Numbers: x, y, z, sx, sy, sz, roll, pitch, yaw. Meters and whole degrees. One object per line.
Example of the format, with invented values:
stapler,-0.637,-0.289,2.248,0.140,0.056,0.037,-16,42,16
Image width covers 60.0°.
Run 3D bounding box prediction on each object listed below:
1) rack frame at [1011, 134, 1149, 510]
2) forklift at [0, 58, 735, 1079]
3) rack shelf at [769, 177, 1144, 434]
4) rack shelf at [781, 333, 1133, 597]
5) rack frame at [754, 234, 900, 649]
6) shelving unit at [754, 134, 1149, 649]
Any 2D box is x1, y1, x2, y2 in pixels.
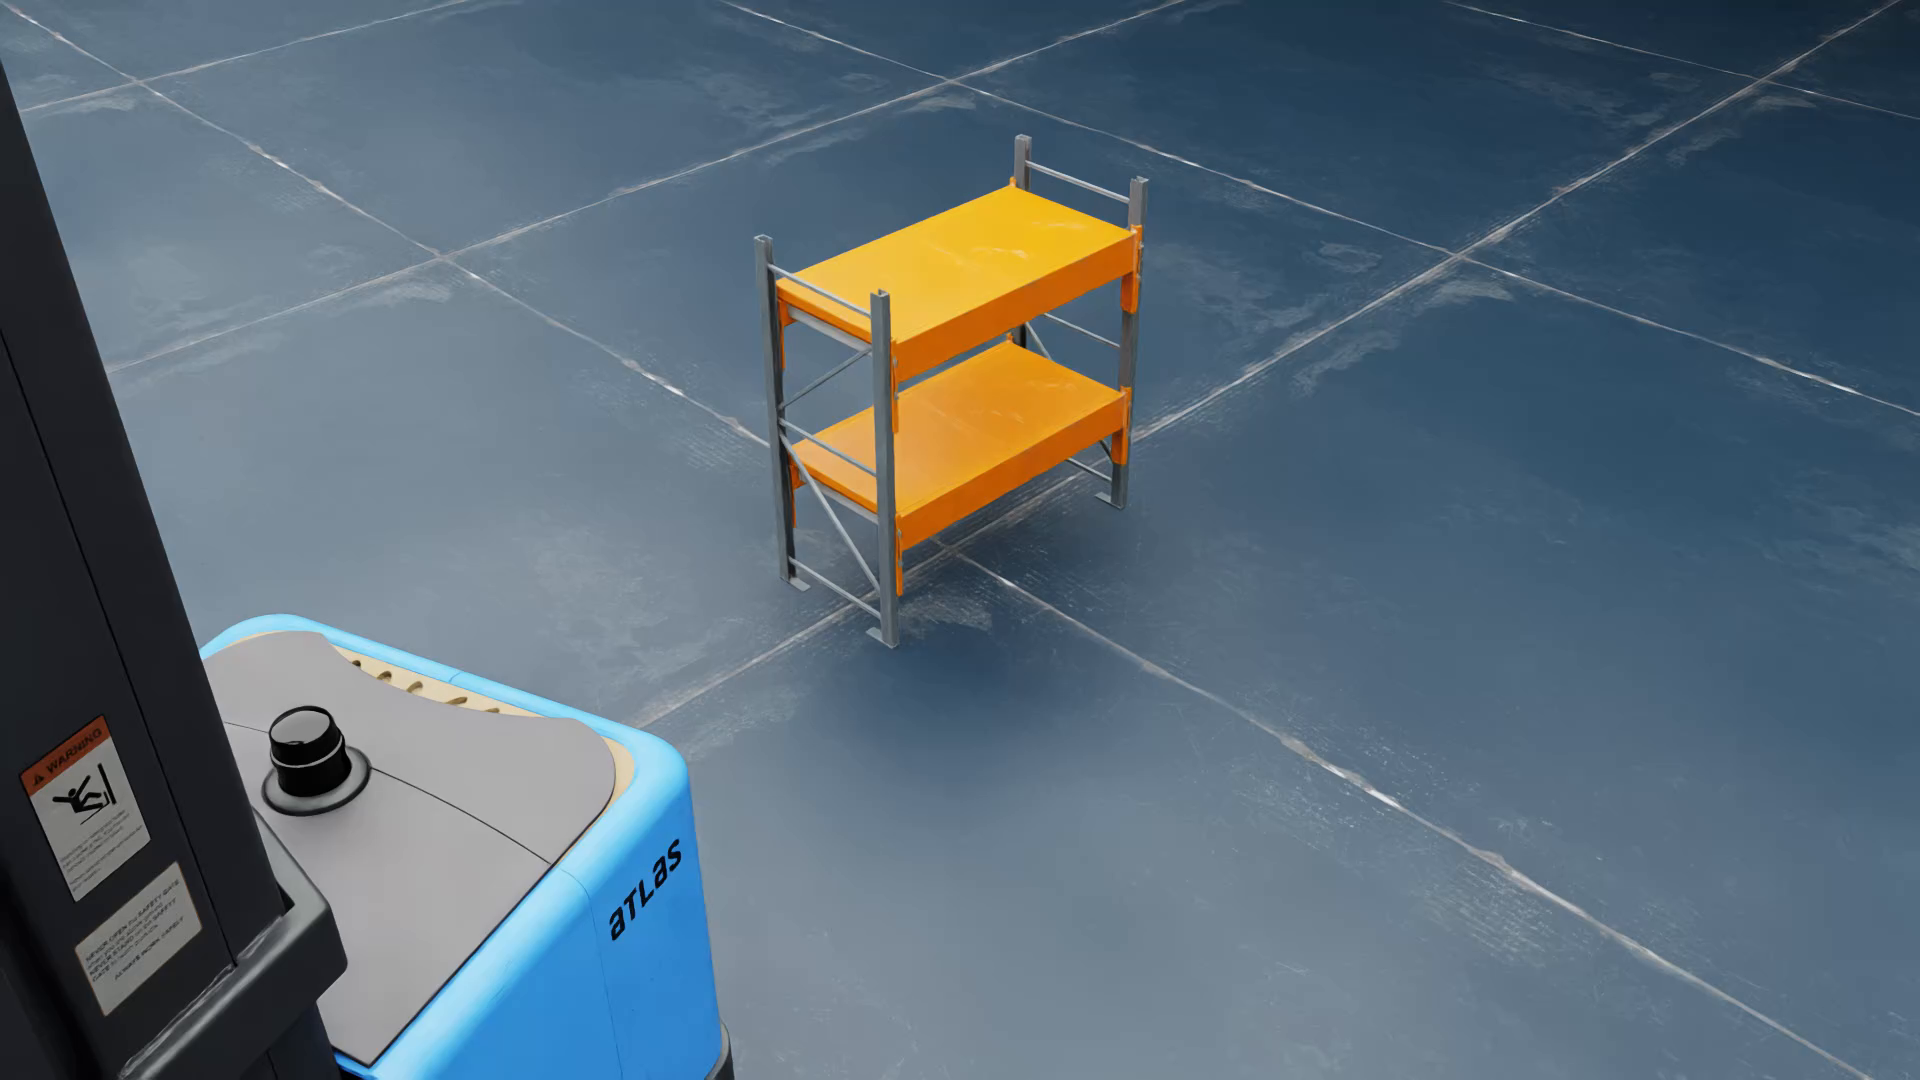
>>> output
rack frame,0.353,-0.665,5.220,0.500,1.125,0.032,30,45,35
forklift,-1.534,0.680,1.713,1.130,2.935,3.031,15,38,20
rack shelf,-0.005,-0.699,4.757,0.538,0.278,1.000,30,45,35
rack shelf,-0.005,-0.258,5.064,0.538,0.278,1.000,30,45,35
rack frame,-0.363,-0.252,4.628,0.500,1.125,0.032,30,45,35
shelving unit,-0.005,-0.459,4.924,0.538,1.125,1.048,30,45,35
